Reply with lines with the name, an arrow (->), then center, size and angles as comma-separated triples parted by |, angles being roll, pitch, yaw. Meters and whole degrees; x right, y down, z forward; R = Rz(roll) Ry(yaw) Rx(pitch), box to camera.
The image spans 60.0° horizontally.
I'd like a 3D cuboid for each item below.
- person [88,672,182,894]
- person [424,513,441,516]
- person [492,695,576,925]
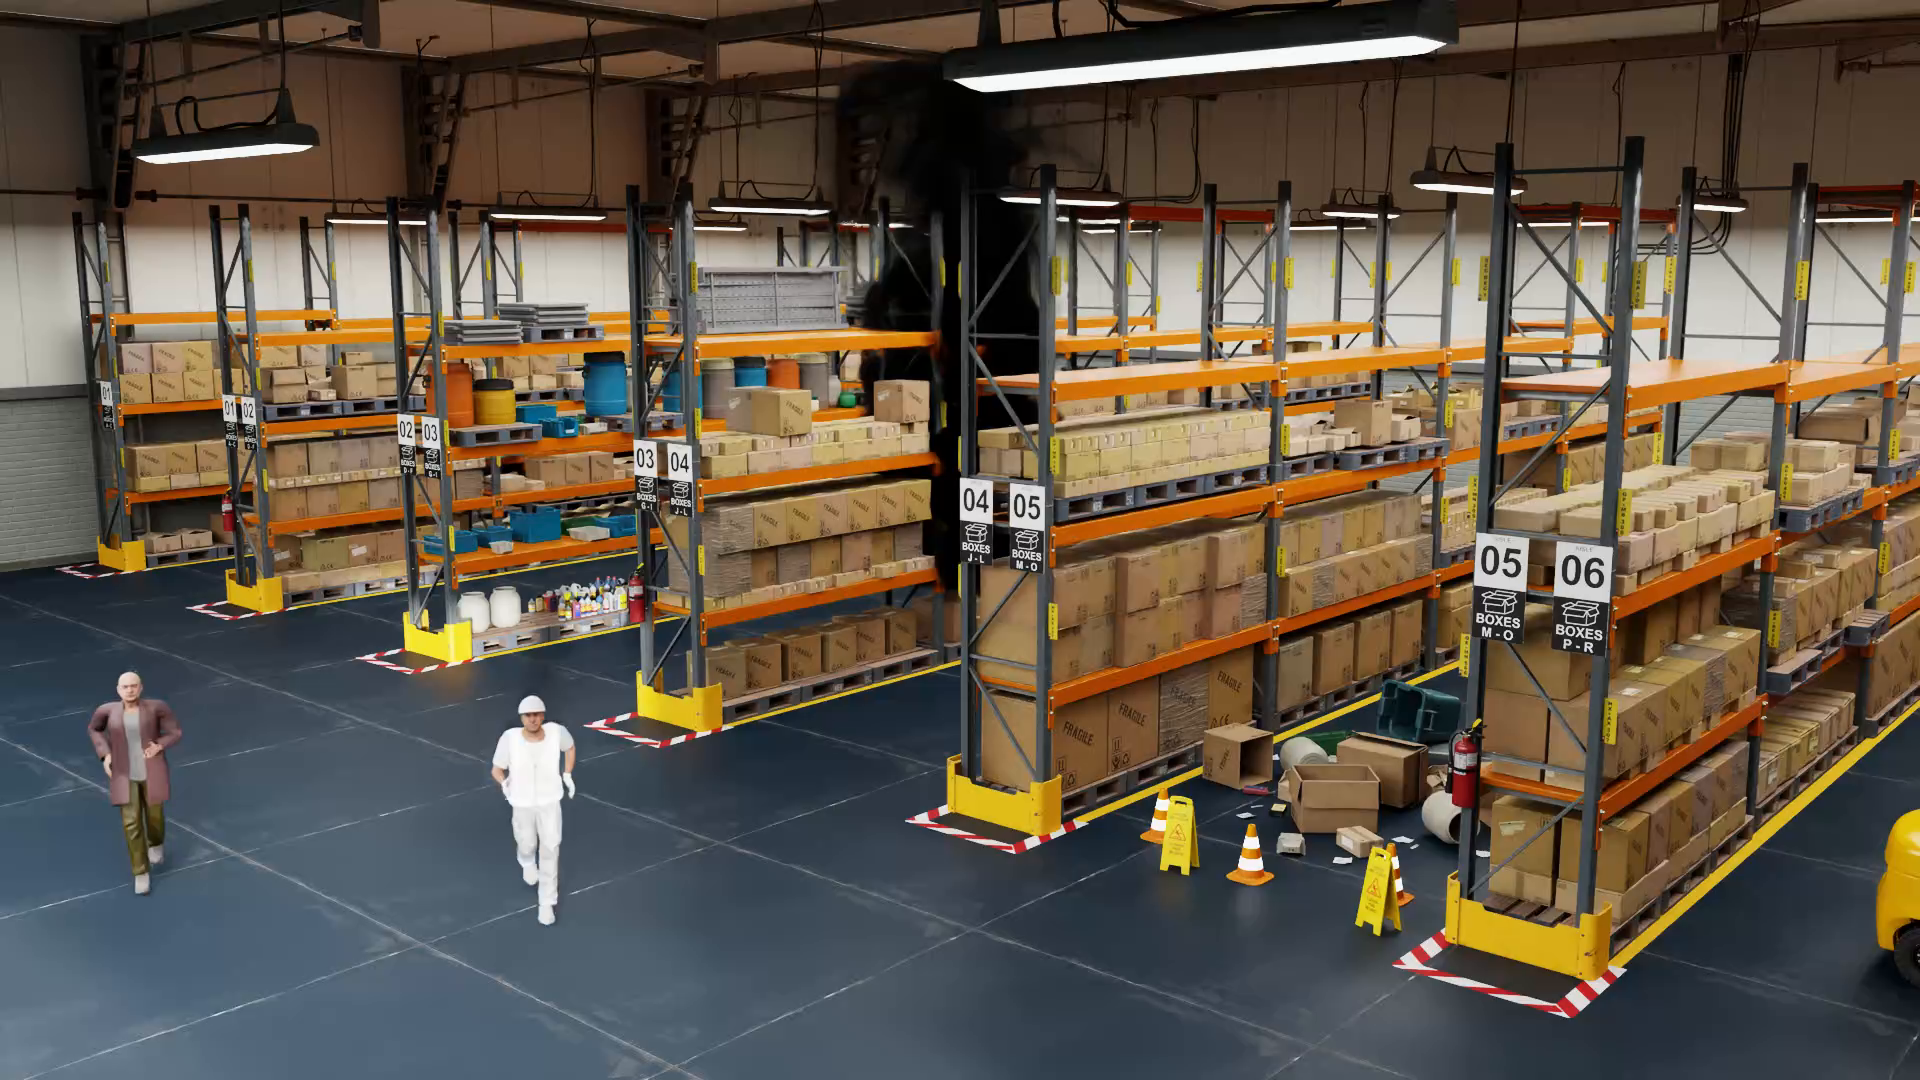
person -> -6.878, 1.965, 13.915 | 0.713, 1.768, 0.994 | -4, 10, -24
person -> -9.319, -0.559, 29.549 | 0.542, 1.733, 0.705 | 7, 12, 35
person -> -3.407, 2.087, 13.361 | 0.663, 1.773, 0.967 | -3, 10, -15
